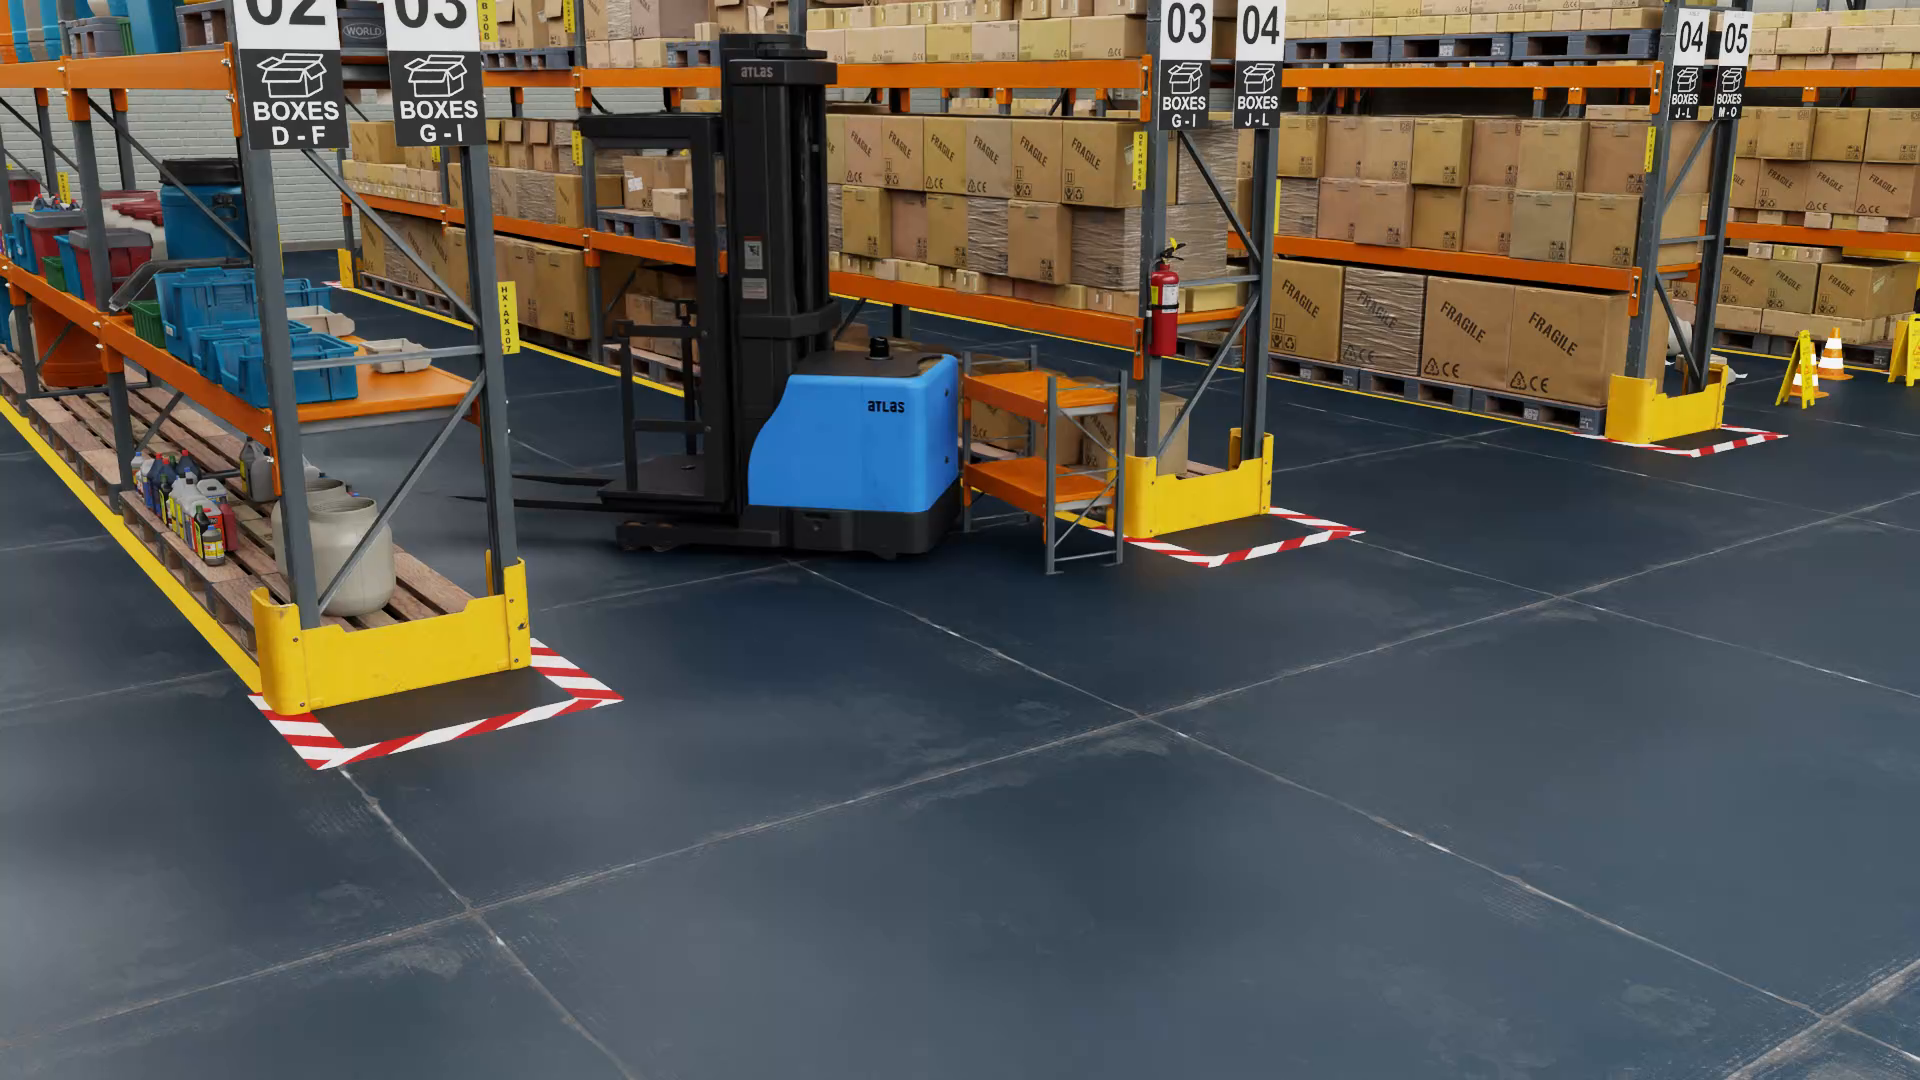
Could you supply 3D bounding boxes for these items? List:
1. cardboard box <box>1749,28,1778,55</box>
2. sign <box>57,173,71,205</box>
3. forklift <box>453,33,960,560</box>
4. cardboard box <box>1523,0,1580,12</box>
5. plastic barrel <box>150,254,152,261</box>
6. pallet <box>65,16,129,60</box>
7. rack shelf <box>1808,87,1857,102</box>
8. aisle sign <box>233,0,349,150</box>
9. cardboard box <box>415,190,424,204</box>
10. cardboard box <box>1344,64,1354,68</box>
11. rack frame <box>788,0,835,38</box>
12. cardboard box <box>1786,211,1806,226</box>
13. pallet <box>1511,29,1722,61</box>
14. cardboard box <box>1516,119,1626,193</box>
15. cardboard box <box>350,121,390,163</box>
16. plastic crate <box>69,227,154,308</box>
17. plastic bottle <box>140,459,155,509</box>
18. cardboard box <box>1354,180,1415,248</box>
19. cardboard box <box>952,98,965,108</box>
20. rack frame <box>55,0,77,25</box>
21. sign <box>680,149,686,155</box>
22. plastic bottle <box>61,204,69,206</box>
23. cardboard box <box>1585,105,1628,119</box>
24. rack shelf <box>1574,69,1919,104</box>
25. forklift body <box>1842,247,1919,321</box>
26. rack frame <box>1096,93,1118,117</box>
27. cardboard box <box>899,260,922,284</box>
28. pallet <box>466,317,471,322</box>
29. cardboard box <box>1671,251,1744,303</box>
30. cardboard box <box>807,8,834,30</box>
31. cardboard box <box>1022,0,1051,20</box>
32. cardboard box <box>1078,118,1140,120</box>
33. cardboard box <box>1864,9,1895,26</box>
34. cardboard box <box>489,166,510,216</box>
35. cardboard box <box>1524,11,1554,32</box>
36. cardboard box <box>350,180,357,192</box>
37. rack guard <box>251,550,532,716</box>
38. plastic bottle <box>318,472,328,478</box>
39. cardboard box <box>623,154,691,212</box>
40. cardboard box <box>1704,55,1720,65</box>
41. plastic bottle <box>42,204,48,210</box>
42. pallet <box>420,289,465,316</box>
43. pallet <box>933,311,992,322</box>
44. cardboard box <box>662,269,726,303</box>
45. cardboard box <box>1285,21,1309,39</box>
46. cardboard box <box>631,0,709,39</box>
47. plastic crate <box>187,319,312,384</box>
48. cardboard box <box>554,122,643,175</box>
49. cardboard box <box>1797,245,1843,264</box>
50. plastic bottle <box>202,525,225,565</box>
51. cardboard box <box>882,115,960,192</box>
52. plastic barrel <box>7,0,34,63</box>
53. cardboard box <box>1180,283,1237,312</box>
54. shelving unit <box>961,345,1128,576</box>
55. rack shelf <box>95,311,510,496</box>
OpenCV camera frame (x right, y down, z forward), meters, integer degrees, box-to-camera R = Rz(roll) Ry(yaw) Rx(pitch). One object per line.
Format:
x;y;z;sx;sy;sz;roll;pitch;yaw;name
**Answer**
8.094;-5.008;16.730;0.500;0.250;0.500;-11;19;-34;cardboard box
-9.117;-3.571;16.918;0.100;0.325;0.005;-11;19;-35;sign
-1.569;-1.475;9.912;3.031;2.935;1.130;3;16;11;forklift
4.764;-4.244;12.955;0.500;0.250;0.500;-11;19;-34;cardboard box
-5.513;-1.884;11.541;0.301;0.262;0.301;0;15;0;plastic barrel
-4.356;-2.861;9.524;1.213;0.211;1.003;-11;19;-35;pallet
12.352;-5.396;19.788;1.077;0.370;4.000;-11;19;-35;rack shelf
-2.705;-1.983;6.714;0.394;0.787;0.004;-11;19;-35;aisle sign
-6.303;-4.124;19.939;0.380;0.149;0.250;-11;19;-35;cardboard box
5.009;-6.039;21.033;0.396;0.266;0.258;-11;19;-35;cardboard box
-0.852;-5.307;12.420;1.000;3.000;0.127;-11;19;-35;rack frame
8.538;-3.245;16.725;0.380;0.149;0.250;-11;19;-34;cardboard box
5.126;-3.868;13.013;1.003;0.211;1.213;-11;19;-35;pallet
4.986;-3.089;13.351;0.875;0.550;0.550;-11;19;-35;cardboard box
-7.550;-5.157;21.538;0.500;0.500;0.500;-11;19;-36;cardboard box
-5.391;-1.731;10.598;0.402;0.464;0.583;-11;19;-35;plastic crate
-4.814;-0.342;9.970;0.152;0.276;0.135;-10;18;-33;plastic bottle
4.010;-2.910;14.740;0.875;0.550;0.550;-11;19;-35;cardboard box
0.093;-7.239;27.529;0.380;0.149;0.250;-10;18;-33;cardboard box
-4.859;-4.538;9.611;1.000;3.000;0.127;-11;19;-35;rack frame
-2.771;-3.874;16.505;0.100;0.325;0.005;-11;19;-35;sign
-8.479;-3.045;15.753;0.152;0.276;0.135;-11;19;-35;plastic bottle
7.247;-4.498;18.181;0.700;0.500;0.500;-11;19;-35;cardboard box
8.339;-4.624;16.970;1.077;0.370;4.000;-11;19;-35;rack shelf
10.938;-3.581;19.086;2.313;2.155;1.214;-11;19;-35;forklift body
2.460;-5.660;25.073;1.000;3.000;0.127;-11;19;-35;rack frame
-0.215;-1.936;11.945;0.380;0.149;0.250;-11;19;-35;cardboard box
-5.042;-2.624;19.262;1.003;0.211;1.213;-11;19;-35;pallet
7.920;-2.798;17.610;0.500;0.500;0.500;-10;18;-32;cardboard box
-0.911;-3.863;12.354;0.380;0.149;0.250;-12;19;-36;cardboard box
0.609;-3.302;10.305;0.380;0.149;0.250;-11;19;-34;cardboard box
1.108;-2.501;10.884;0.500;0.500;0.500;-11;19;-35;cardboard box
8.792;-4.947;15.751;0.380;0.149;0.250;-11;19;-35;cardboard box
-4.898;-3.819;18.157;0.500;0.500;0.500;-11;19;-36;cardboard box
4.654;-4.065;13.055;0.380;0.149;0.250;-11;19;-34;cardboard box
-7.814;-4.673;21.944;0.380;0.149;0.250;-11;19;-35;cardboard box
-2.590;0.406;7.645;1.175;0.500;0.348;-11;19;-35;rack guard
-3.700;-0.260;9.679;0.097;0.271;0.097;0;15;0;plastic bottle
-2.855;-3.409;15.865;0.500;0.500;0.500;-14;21;-41;cardboard box
7.835;-4.884;17.031;0.380;0.149;0.250;-11;19;-36;cardboard box
-8.648;-3.048;15.773;0.097;0.271;0.097;0;15;0;plastic bottle
-5.940;-2.951;20.459;1.003;0.211;1.213;-11;19;-35;pallet
0.409;-2.838;20.045;1.003;0.211;1.213;-11;19;-35;pallet
-2.466;-2.386;15.591;0.500;0.250;0.500;-8;17;-28;cardboard box
3.158;-4.608;15.037;0.380;0.149;0.250;-11;19;-35;cardboard box
-2.539;-4.648;14.558;0.500;0.500;0.500;-12;19;-36;cardboard box
-3.420;-0.919;8.032;0.499;0.251;0.408;-11;19;-35;plastic crate
-3.621;-3.958;16.766;0.797;0.503;0.637;-10;18;-33;cardboard box
8.563;-2.847;16.559;0.380;0.149;0.250;-10;18;-33;cardboard box
-3.941;0.023;8.778;0.097;0.201;0.097;0;15;0;plastic bottle
-0.205;-2.738;11.752;0.500;0.500;0.500;-11;19;-35;cardboard box
-6.103;-3.687;11.235;0.600;0.901;0.708;-11;19;-35;plastic barrel
1.525;-1.536;10.482;0.380;0.149;0.250;-11;19;-35;cardboard box
0.474;-0.496;9.757;0.538;1.125;1.048;-8;17;-26;shelving unit
-3.683;-0.871;8.937;1.077;0.370;4.000;-11;19;-35;rack shelf
